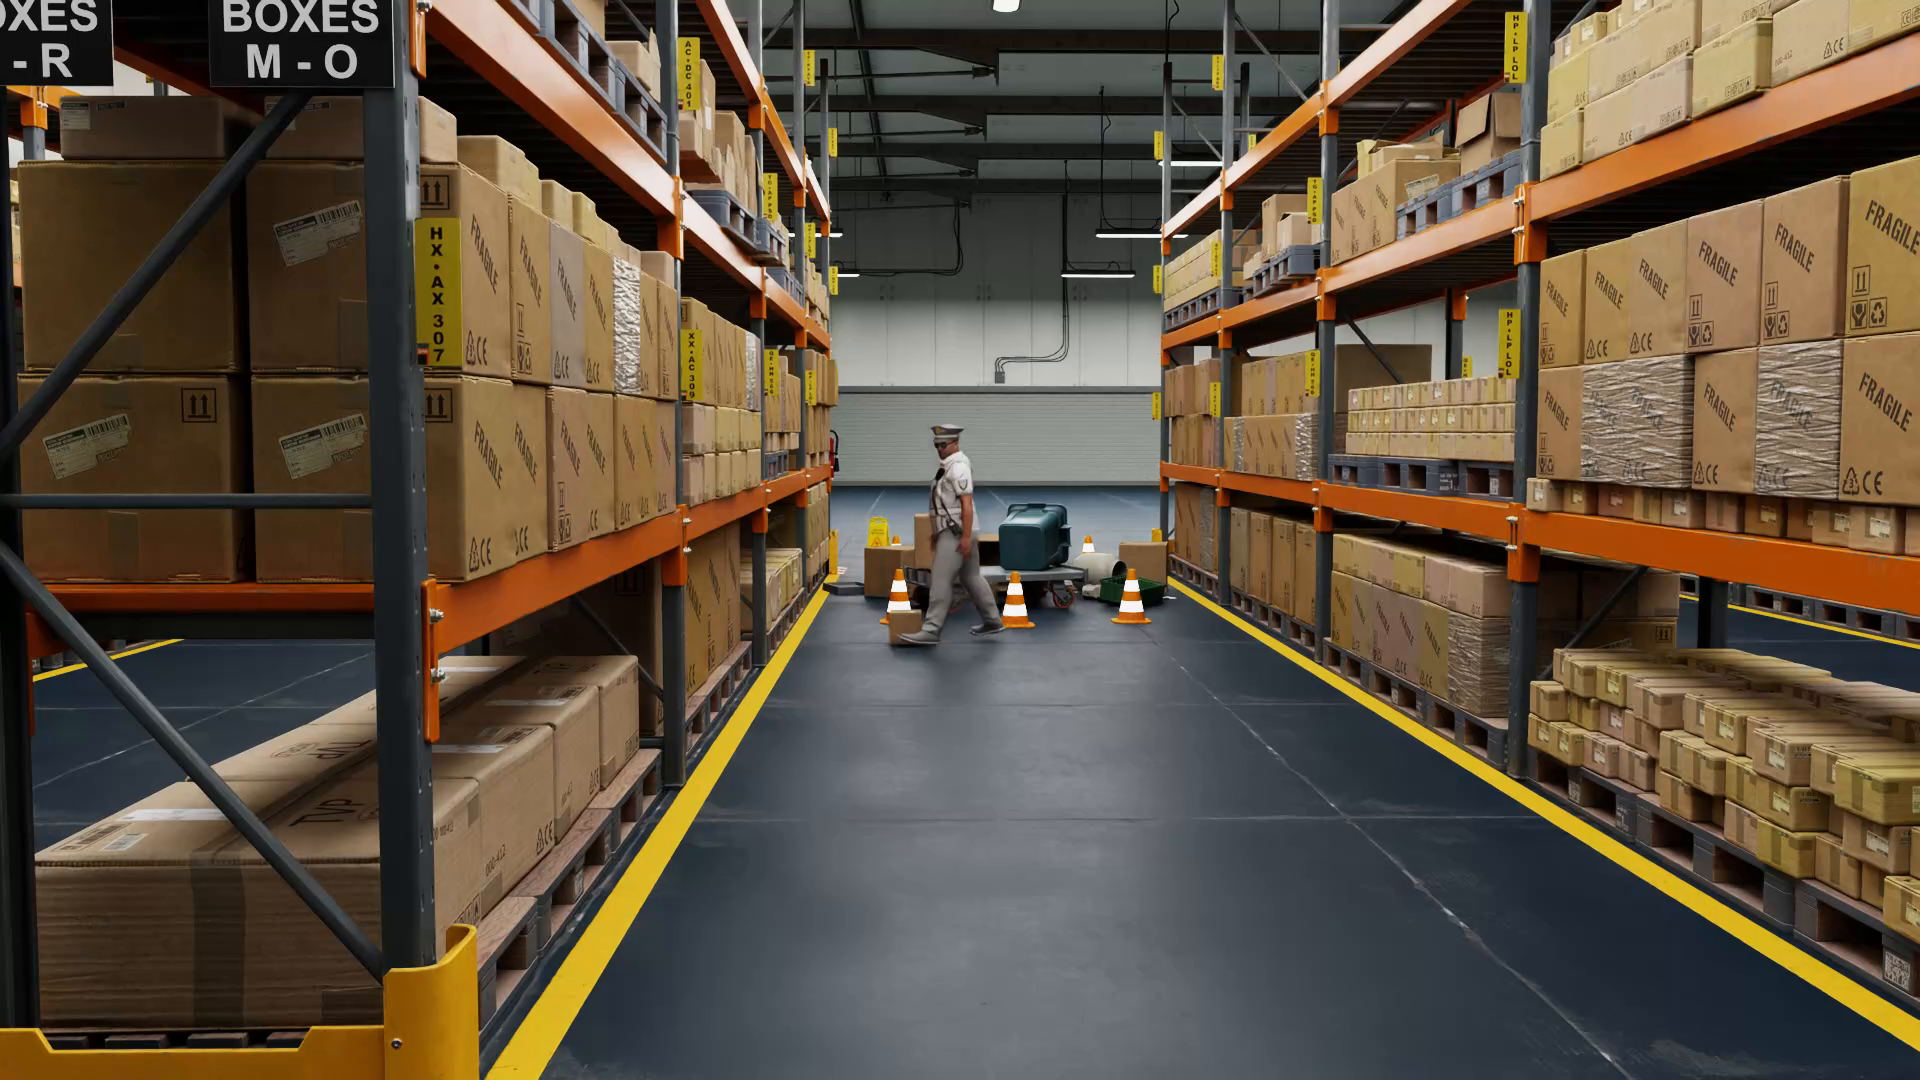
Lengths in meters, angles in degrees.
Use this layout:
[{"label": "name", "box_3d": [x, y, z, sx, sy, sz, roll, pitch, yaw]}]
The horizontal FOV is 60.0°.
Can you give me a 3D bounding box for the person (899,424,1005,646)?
[{"label": "person", "box_3d": [-0.059, -0.052, 13.161, 0.856, 1.724, 0.667, 0, 4, -3]}]
